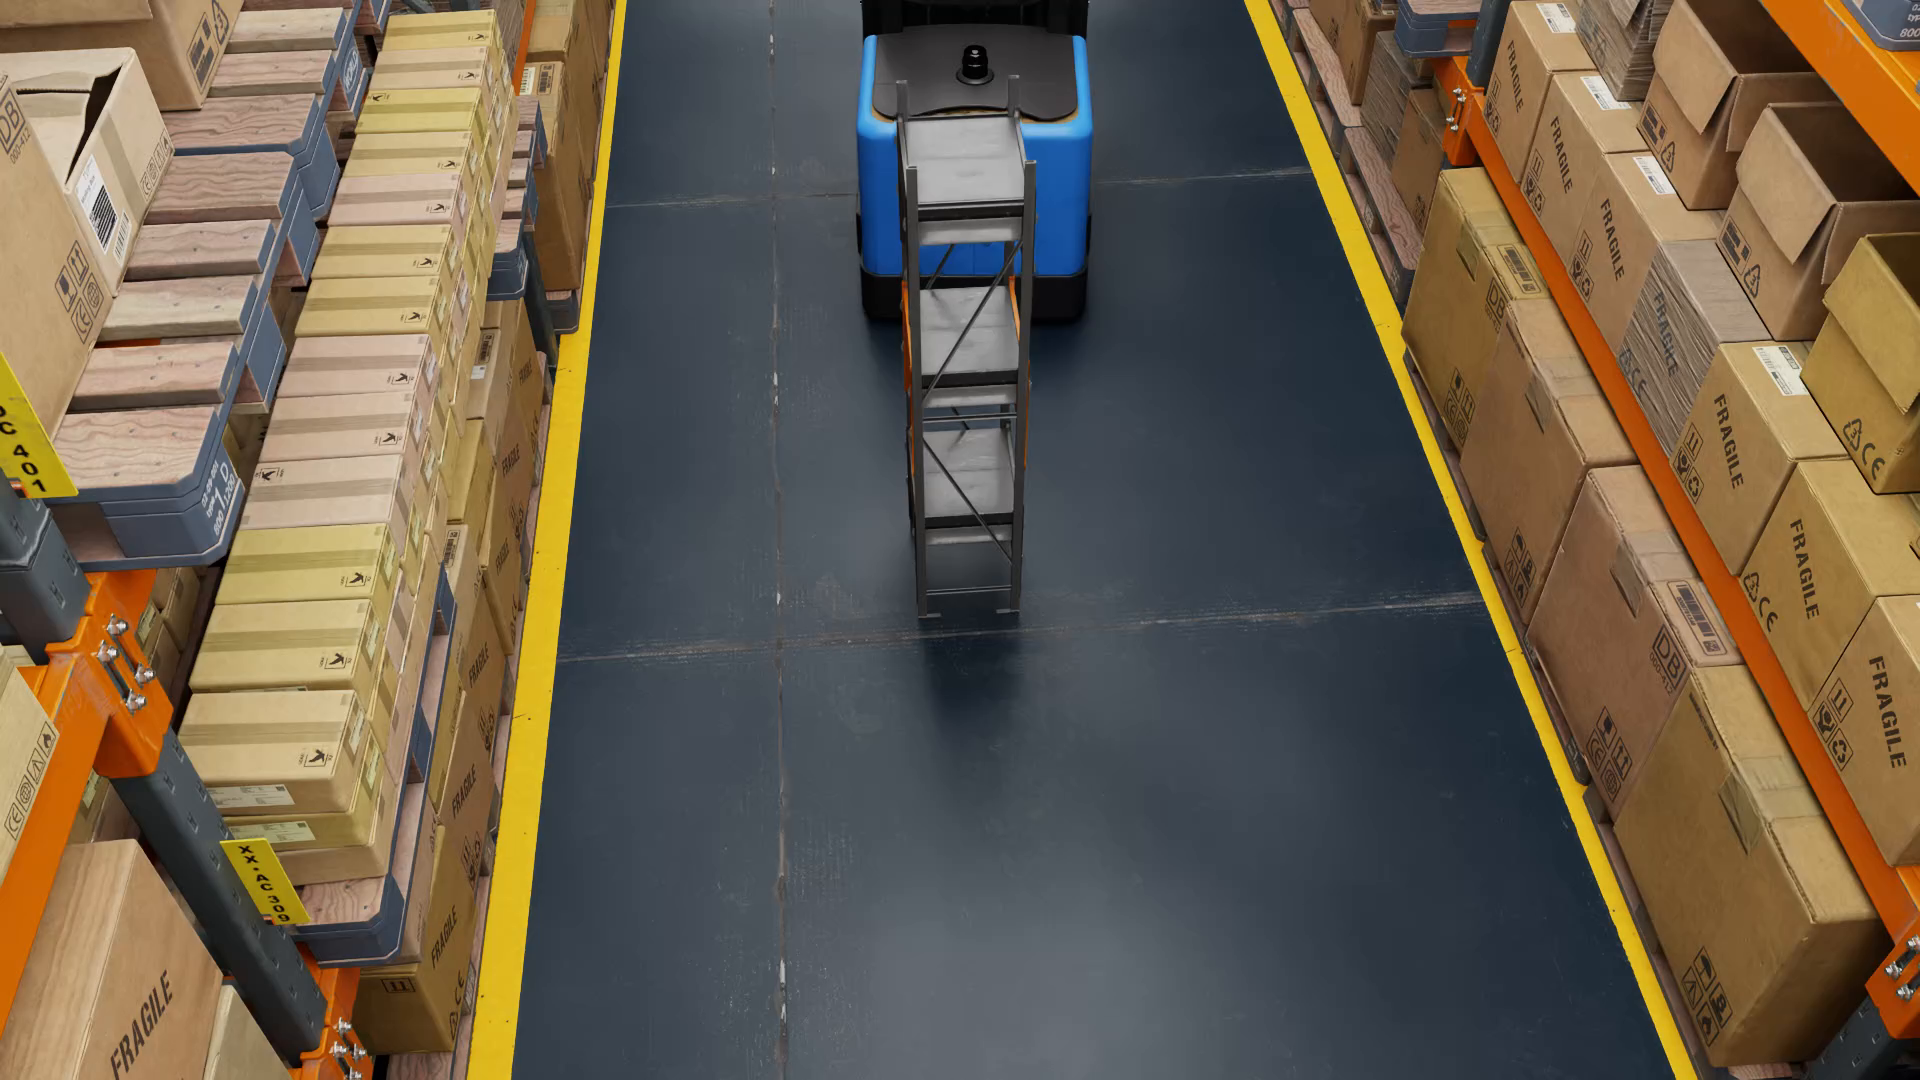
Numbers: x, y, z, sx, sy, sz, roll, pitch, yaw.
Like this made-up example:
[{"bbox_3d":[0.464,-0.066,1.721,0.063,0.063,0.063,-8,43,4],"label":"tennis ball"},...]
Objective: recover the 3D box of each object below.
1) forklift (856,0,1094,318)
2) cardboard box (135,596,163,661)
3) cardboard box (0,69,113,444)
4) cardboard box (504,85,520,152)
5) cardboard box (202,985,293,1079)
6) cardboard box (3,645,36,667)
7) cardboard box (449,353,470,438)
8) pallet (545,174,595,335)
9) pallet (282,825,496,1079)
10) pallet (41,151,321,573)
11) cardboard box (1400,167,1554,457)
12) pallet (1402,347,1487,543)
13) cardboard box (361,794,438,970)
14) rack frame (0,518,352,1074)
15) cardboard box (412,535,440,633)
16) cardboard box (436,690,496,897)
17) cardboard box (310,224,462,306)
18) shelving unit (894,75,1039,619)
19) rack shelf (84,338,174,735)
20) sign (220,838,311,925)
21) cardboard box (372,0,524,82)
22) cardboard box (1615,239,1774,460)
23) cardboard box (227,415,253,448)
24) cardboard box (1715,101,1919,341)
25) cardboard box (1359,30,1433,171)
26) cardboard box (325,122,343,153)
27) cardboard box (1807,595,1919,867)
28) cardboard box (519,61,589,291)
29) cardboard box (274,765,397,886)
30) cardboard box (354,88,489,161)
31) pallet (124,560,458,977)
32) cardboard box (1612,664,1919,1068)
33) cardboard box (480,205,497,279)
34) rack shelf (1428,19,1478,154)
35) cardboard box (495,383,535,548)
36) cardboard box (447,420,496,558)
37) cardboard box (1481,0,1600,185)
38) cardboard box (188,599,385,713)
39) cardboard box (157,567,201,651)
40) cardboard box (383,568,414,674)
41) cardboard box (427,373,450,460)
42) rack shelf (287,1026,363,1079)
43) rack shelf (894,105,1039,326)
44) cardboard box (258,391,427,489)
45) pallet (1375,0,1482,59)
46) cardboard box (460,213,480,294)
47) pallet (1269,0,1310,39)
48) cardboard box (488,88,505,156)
[{"bbox_3d":[0.073,-3.095,7.799,1.130,2.935,3.031,0,47,0],"label":"forklift"},{"bbox_3d":[-2.288,0.259,4.254,0.380,0.149,0.250,-2,47,-2],"label":"cardboard box"},{"bbox_3d":[-1.939,-0.426,2.800,0.700,0.500,0.500,-3,47,-3],"label":"cardboard box"},{"bbox_3d":[-1.852,-1.558,6.179,0.380,0.149,0.250,-3,47,-3],"label":"cardboard box"},{"bbox_3d":[-1.694,1.262,3.352,0.500,0.500,0.500,-3,47,-3],"label":"cardboard box"},{"bbox_3d":[-2.268,0.330,3.982,0.380,0.149,0.250,-5,47,-4],"label":"cardboard box"},{"bbox_3d":[-1.724,-0.432,5.114,0.380,0.149,0.250,-5,47,-5],"label":"cardboard box"},{"bbox_3d":[-2.342,-1.445,8.109,1.003,0.211,1.213,-3,47,-3],"label":"pallet"},{"bbox_3d":[-2.083,1.461,5.357,1.003,0.211,1.213,-3,47,-3],"label":"pallet"},{"bbox_3d":[-1.962,-0.354,3.220,1.213,0.211,1.003,-3,47,-3],"label":"pallet"},{"bbox_3d":[2.637,-0.970,6.913,1.225,0.875,0.875,-5,47,-5],"label":"cardboard box"},{"bbox_3d":[2.591,-0.523,7.236,1.003,0.211,1.213,-3,47,-3],"label":"pallet"},{"bbox_3d":[-1.815,0.972,4.816,0.500,0.250,0.500,-5,47,-5],"label":"cardboard box"},{"bbox_3d":[-2.016,1.066,3.811,1.000,3.000,0.127,-3,47,-3],"label":"rack frame"},{"bbox_3d":[-1.657,0.131,4.580,0.380,0.149,0.250,-3,47,-3],"label":"cardboard box"},{"bbox_3d":[-1.860,0.847,5.451,0.500,0.500,0.500,-2,47,-1],"label":"cardboard box"},{"bbox_3d":[-1.747,-0.829,5.079,0.380,0.149,0.250,-1,47,-1],"label":"cardboard box"},{"bbox_3d":[0.014,-0.602,6.011,0.431,2.100,0.503,-3,47,-3],"label":"shelving unit"},{"bbox_3d":[-2.184,-1.166,4.354,1.077,0.370,4.000,-3,47,-3],"label":"rack shelf"},{"bbox_3d":[-1.476,0.729,3.534,0.100,0.325,0.005,-3,47,-3],"label":"sign"},{"bbox_3d":[-2.120,-2.204,6.839,0.500,0.500,0.500,-3,47,-3],"label":"cardboard box"},{"bbox_3d":[2.501,-0.618,5.337,0.500,0.500,0.500,-3,47,-3],"label":"cardboard box"},{"bbox_3d":[-2.382,-0.403,5.086,0.380,0.149,0.250,-5,47,-5],"label":"cardboard box"},{"bbox_3d":[2.759,-0.950,4.960,0.797,0.503,0.637,-2,47,-2],"label":"cardboard box"},{"bbox_3d":[2.464,-2.233,8.354,0.700,0.500,0.500,-7,47,-7],"label":"cardboard box"},{"bbox_3d":[-2.515,-1.551,6.173,0.380,0.149,0.250,-4,47,-4],"label":"cardboard box"},{"bbox_3d":[2.623,0.481,4.296,0.500,0.500,0.500,-3,47,-3],"label":"cardboard box"},{"bbox_3d":[-2.313,-1.645,7.639,1.050,0.750,0.750,-4,47,-4],"label":"cardboard box"},{"bbox_3d":[-1.591,0.695,4.047,0.380,0.149,0.250,-6,47,-5],"label":"cardboard box"},{"bbox_3d":[-1.813,-1.393,5.614,0.380,0.149,0.250,-2,47,-2],"label":"cardboard box"},{"bbox_3d":[-1.936,0.570,4.413,1.003,0.211,1.213,-3,47,-3],"label":"pallet"},{"bbox_3d":[2.861,0.962,5.084,1.225,0.875,0.875,-3,47,-3],"label":"cardboard box"},{"bbox_3d":[-1.794,-1.011,5.662,0.380,0.149,0.250,-4,47,-4],"label":"cardboard box"},{"bbox_3d":[2.432,-3.257,8.400,1.077,0.370,4.000,-3,47,-3],"label":"rack shelf"},{"bbox_3d":[-1.996,-0.277,6.516,0.500,0.500,0.500,-2,47,-2],"label":"cardboard box"},{"bbox_3d":[-1.953,-0.159,5.887,0.500,0.250,0.500,-2,47,-2],"label":"cardboard box"},{"bbox_3d":[2.369,-1.723,6.384,0.500,0.500,0.500,-2,47,-2],"label":"cardboard box"},{"bbox_3d":[-1.621,0.289,4.021,0.380,0.149,0.250,-2,47,-2],"label":"cardboard box"},{"bbox_3d":[-2.309,0.182,4.532,0.380,0.149,0.250,-6,47,-5],"label":"cardboard box"},{"bbox_3d":[-1.637,0.218,4.293,0.380,0.149,0.250,-2,47,-2],"label":"cardboard box"},{"bbox_3d":[-1.706,-0.357,4.837,0.380,0.149,0.250,-4,47,-4],"label":"cardboard box"},{"bbox_3d":[-1.849,2.760,2.702,1.077,0.370,4.000,-3,47,-3],"label":"rack shelf"},{"bbox_3d":[0.014,-1.074,5.512,0.431,0.518,0.480,-3,47,-3],"label":"rack shelf"},{"bbox_3d":[-1.680,-0.263,4.544,0.380,0.149,0.250,-4,47,-4],"label":"cardboard box"},{"bbox_3d":[2.434,-2.500,7.320,1.213,0.211,1.003,-3,47,-3],"label":"pallet"},{"bbox_3d":[-1.769,-0.915,5.366,0.380,0.149,0.250,-4,47,-4],"label":"cardboard box"},{"bbox_3d":[2.331,-3.429,9.988,1.003,0.211,1.213,-3,47,-3],"label":"pallet"},{"bbox_3d":[-1.832,-1.466,5.888,0.380,0.149,0.250,-2,47,-2],"label":"cardboard box"}]
